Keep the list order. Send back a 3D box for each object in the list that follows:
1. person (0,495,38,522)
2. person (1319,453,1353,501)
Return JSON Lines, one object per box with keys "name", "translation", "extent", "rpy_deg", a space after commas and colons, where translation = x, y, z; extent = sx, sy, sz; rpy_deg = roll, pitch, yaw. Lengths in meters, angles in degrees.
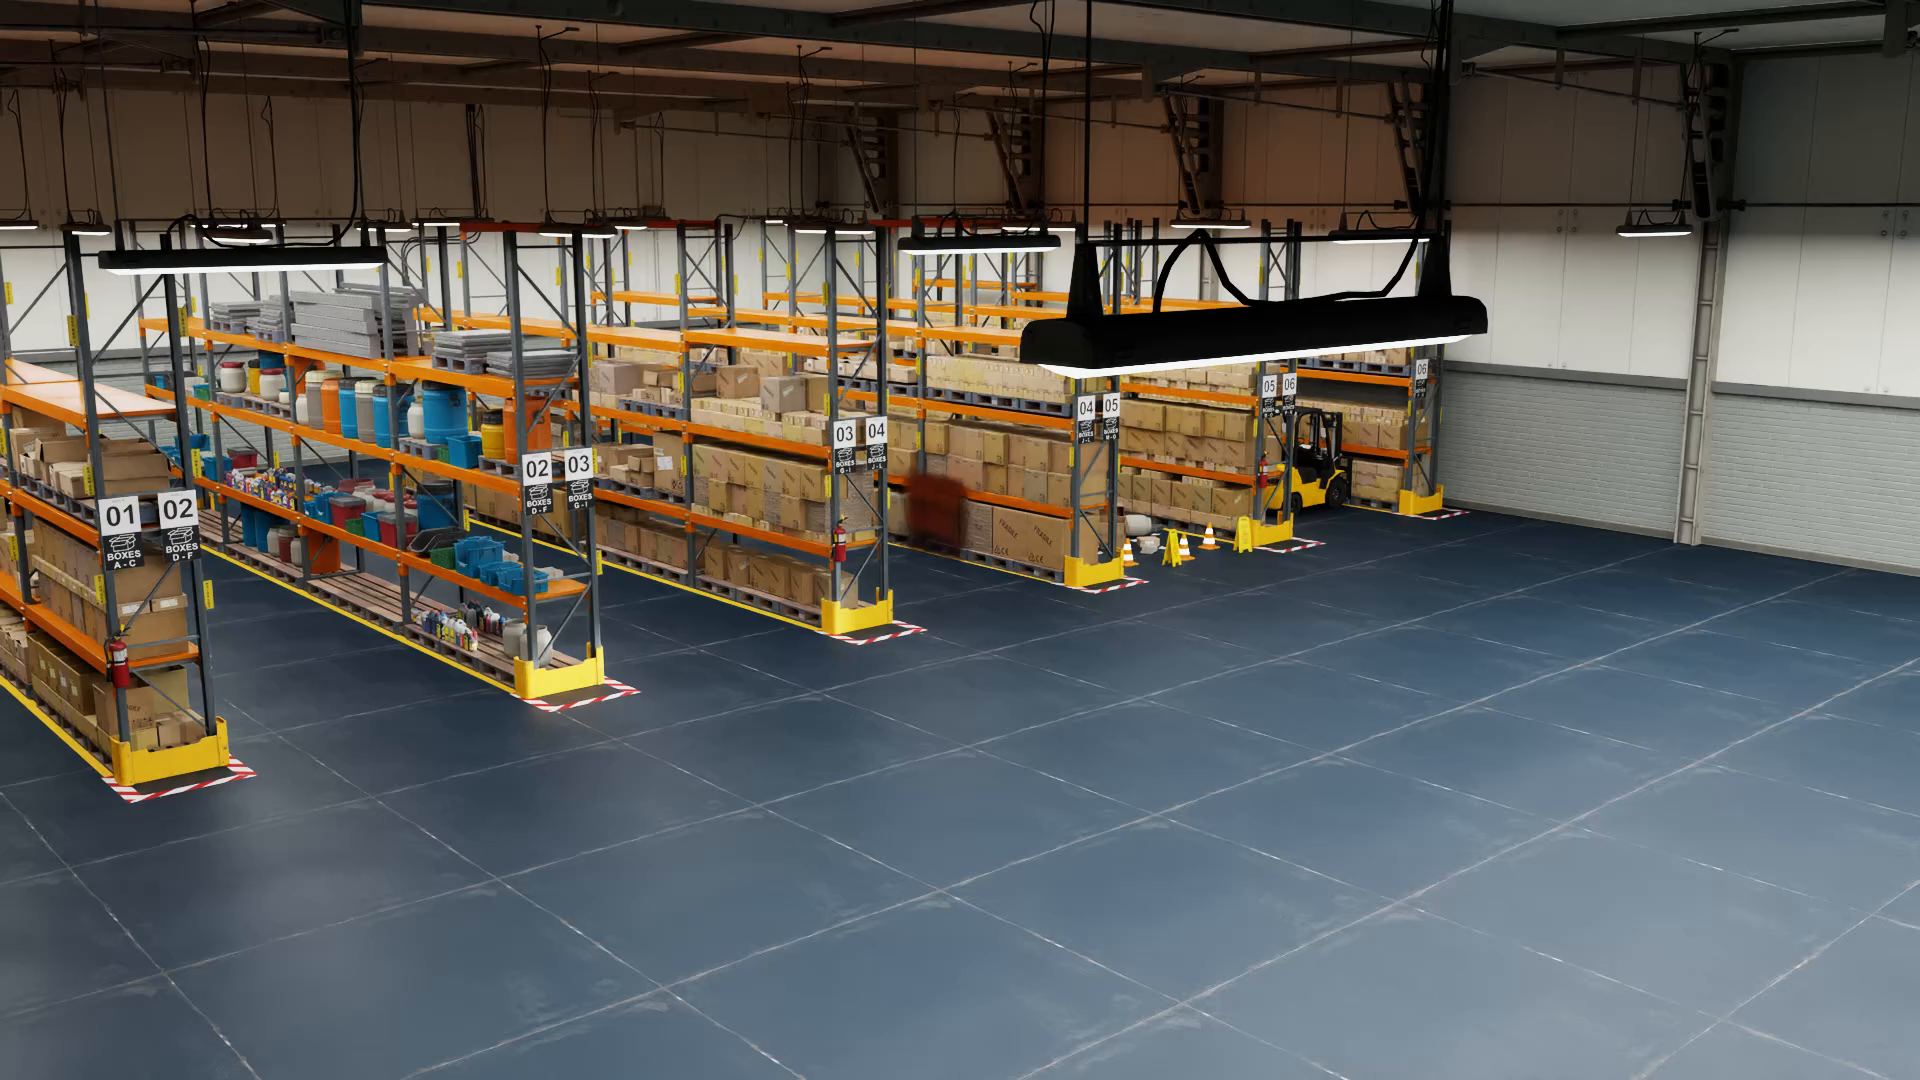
{"name": "person", "translation": [-17.013, -0.485, 29.986], "extent": [0.611, 1.668, 1.068], "rpy_deg": [-11, 16, -43]}
{"name": "person", "translation": [-0.233, -1.771, 36.454], "extent": [15.627, 1.655, 10.905], "rpy_deg": [-7, 13, -31]}
